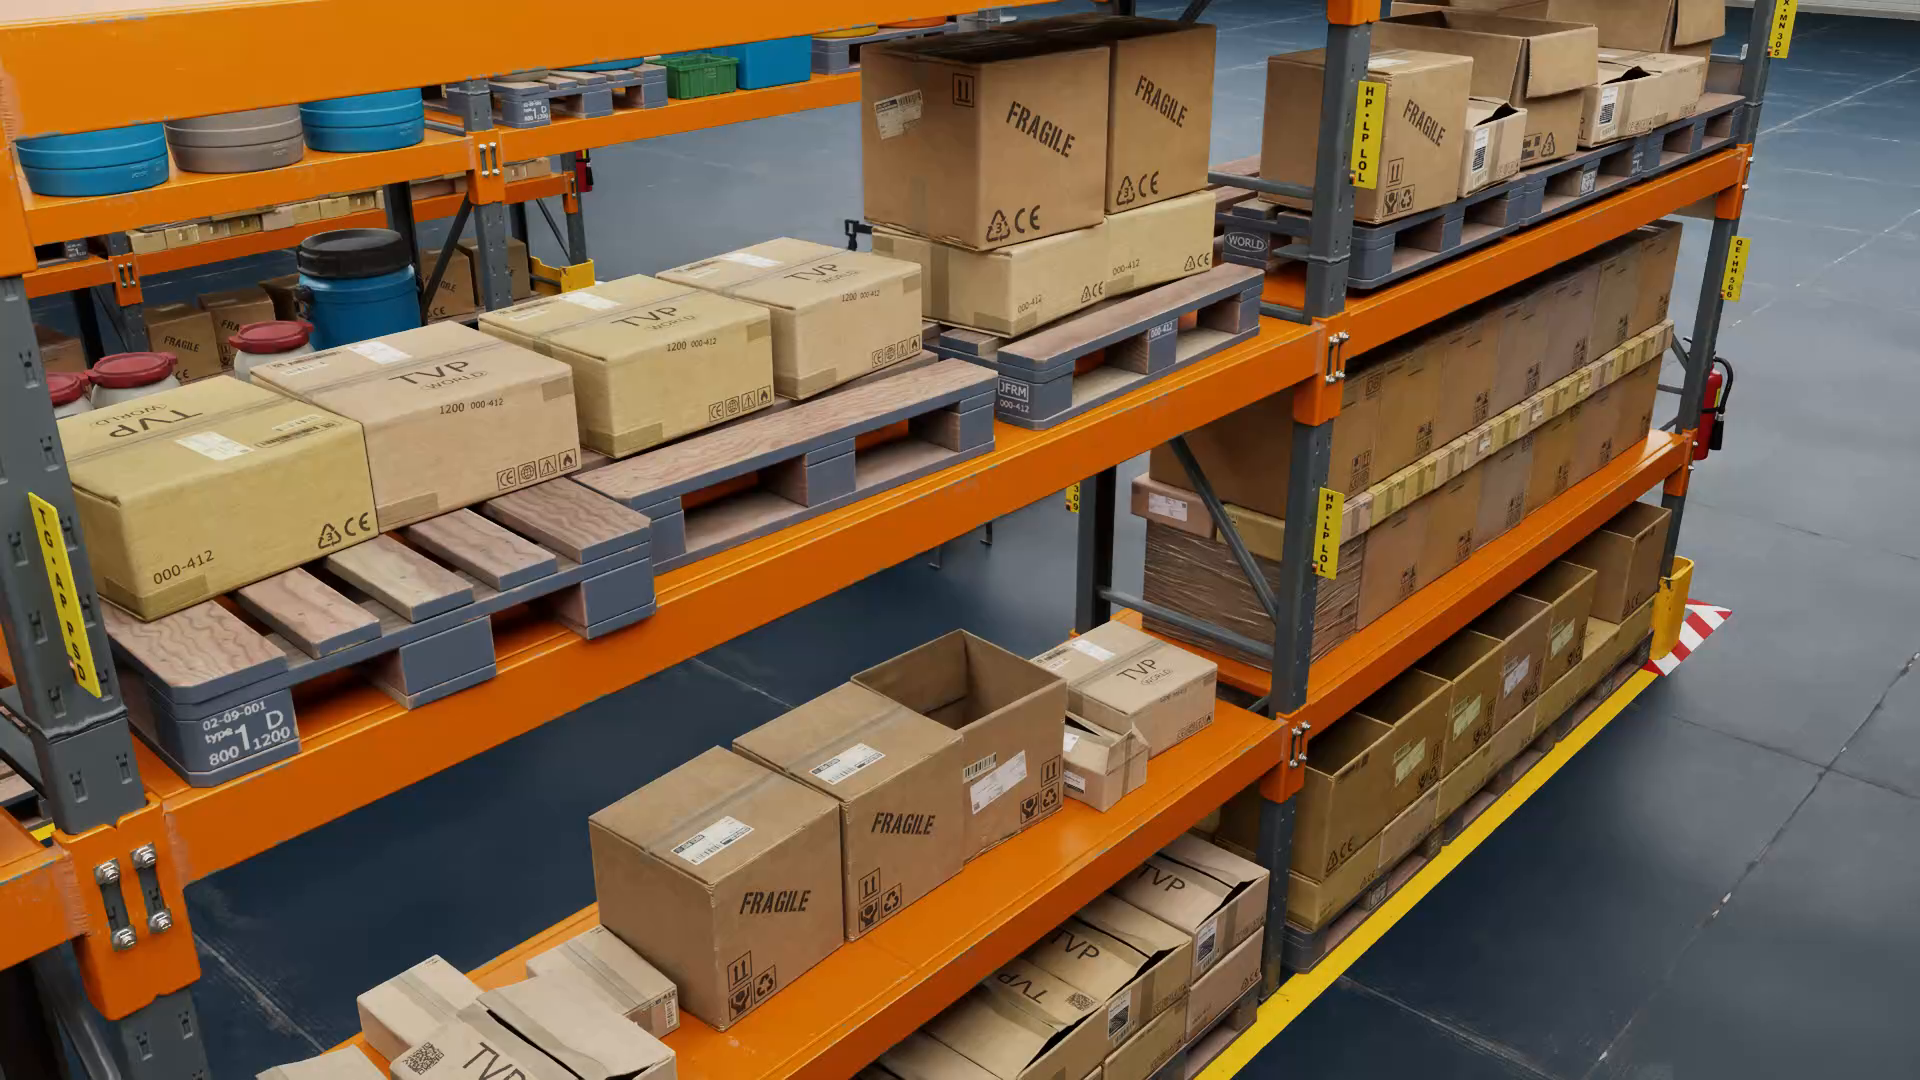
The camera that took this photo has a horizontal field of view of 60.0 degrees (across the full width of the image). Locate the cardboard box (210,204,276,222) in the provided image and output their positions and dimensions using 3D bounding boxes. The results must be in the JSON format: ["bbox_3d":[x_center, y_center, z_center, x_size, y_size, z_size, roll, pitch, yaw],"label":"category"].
[{"bbox_3d":[-5.796,-2.825,12.899,0.875,0.500,0.500,20,31,38],"label":"cardboard box"}]

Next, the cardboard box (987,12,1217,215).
[{"bbox_3d":[0.432,-1.332,5.141,0.500,0.500,0.500,21,31,38],"label":"cardboard box"}]

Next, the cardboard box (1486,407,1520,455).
[{"bbox_3d":[2.227,-0.518,7.325,0.380,0.149,0.250,20,31,37],"label":"cardboard box"}]

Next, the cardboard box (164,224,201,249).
[{"bbox_3d":[-5.958,-2.322,12.570,0.380,0.149,0.250,20,31,38],"label":"cardboard box"}]

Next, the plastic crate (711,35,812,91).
[{"bbox_3d":[-1.192,-2.945,10.006,0.392,0.384,0.575,20,31,38],"label":"plastic crate"}]

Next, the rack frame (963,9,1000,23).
[{"bbox_3d":[-0.144,-4.985,10.868,1.000,3.000,0.127,20,31,38],"label":"rack frame"}]

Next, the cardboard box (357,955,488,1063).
[{"bbox_3d":[-1.402,1.309,4.471,0.380,0.149,0.250,20,31,38],"label":"cardboard box"}]

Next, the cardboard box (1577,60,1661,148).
[{"bbox_3d":[2.599,-1.885,7.046,0.500,0.311,0.500,-20,31,-37],"label":"cardboard box"}]

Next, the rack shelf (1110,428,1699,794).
[{"bbox_3d":[2.207,0.044,7.865,1.077,0.370,4.000,20,31,38],"label":"rack shelf"}]

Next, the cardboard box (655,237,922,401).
[{"bbox_3d":[-0.449,-0.601,4.428,0.500,0.250,0.500,17,29,33],"label":"cardboard box"}]

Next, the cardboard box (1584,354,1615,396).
[{"bbox_3d":[2.915,-0.833,8.025,0.380,0.149,0.250,21,31,38],"label":"cardboard box"}]

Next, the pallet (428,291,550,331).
[{"bbox_3d":[-4.452,-2.066,15.100,1.003,0.211,1.213,20,31,38],"label":"pallet"}]

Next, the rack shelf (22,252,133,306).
[{"bbox_3d":[-7.837,-1.443,11.182,1.077,0.370,4.000,20,31,38],"label":"rack shelf"}]

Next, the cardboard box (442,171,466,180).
[{"bbox_3d":[-4.464,-3.436,14.261,0.875,0.500,0.500,20,31,38],"label":"cardboard box"}]

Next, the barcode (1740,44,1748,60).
[{"bbox_3d":[3.700,-2.303,7.845,0.001,0.075,0.075,20,31,38],"label":"barcode"}]

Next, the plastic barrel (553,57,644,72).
[{"bbox_3d":[-2.070,-3.092,9.186,0.600,0.901,0.708,20,31,38],"label":"plastic barrel"}]

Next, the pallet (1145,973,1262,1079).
[{"bbox_3d":[0.410,1.833,6.404,1.003,0.211,1.213,20,31,38],"label":"pallet"}]

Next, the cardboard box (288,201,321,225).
[{"bbox_3d":[-5.319,-2.637,13.273,0.380,0.149,0.250,20,31,38],"label":"cardboard box"}]

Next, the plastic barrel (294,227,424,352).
[{"bbox_3d":[-3.297,-1.222,9.197,0.600,0.901,0.708,20,31,38],"label":"plastic barrel"}]

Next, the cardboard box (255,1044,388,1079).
[{"bbox_3d":[-1.522,1.486,3.879,0.500,0.311,0.500,-22,32,-40],"label":"cardboard box"}]

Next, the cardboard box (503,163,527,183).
[{"bbox_3d":[-4.036,-3.266,14.674,0.380,0.149,0.250,20,31,38],"label":"cardboard box"}]

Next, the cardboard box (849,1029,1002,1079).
[{"bbox_3d":[-0.200,1.798,5.236,0.500,0.311,0.500,20,31,37],"label":"cardboard box"}]

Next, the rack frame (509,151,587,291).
[{"bbox_3d":[-3.832,-3.600,15.112,1.000,3.000,0.127,20,31,38],"label":"rack frame"}]

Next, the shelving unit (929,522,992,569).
[{"bbox_3d":[-0.110,-0.908,10.208,0.431,2.100,0.503,20,31,38],"label":"shelving unit"}]

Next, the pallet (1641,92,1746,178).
[{"bbox_3d":[3.051,-2.014,8.016,1.003,0.211,1.213,20,31,38],"label":"pallet"}]

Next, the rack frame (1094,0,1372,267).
[{"bbox_3d":[0.873,-2.412,5.131,1.000,3.000,0.127,20,31,38],"label":"rack frame"}]

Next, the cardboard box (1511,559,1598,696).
[{"bbox_3d":[2.749,0.381,8.166,0.500,0.500,0.500,20,31,38],"label":"cardboard box"}]

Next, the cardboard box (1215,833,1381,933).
[{"bbox_3d":[1.408,1.330,6.965,0.500,0.250,0.500,20,31,38],"label":"cardboard box"}]

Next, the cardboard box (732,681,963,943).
[{"bbox_3d":[-0.338,0.822,5.128,0.500,0.500,0.500,20,31,38],"label":"cardboard box"}]

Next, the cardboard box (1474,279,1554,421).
[{"bbox_3d":[2.169,-0.908,7.401,0.700,0.500,0.500,20,31,38],"label":"cardboard box"}]

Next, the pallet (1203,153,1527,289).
[{"bbox_3d":[1.423,-1.270,6.358,1.003,0.211,1.213,20,31,38],"label":"pallet"}]

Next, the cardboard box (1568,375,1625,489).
[{"bbox_3d":[2.874,-0.639,8.387,0.700,0.500,0.500,21,32,39],"label":"cardboard box"}]

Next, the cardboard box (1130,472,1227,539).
[{"bbox_3d":[0.895,-0.158,6.520,0.380,0.149,0.250,20,31,37],"label":"cardboard box"}]

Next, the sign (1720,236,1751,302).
[{"bbox_3d":[3.937,-1.378,8.451,0.100,0.325,0.005,20,31,38],"label":"sign"}]

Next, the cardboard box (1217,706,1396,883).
[{"bbox_3d":[1.415,0.990,6.806,0.500,0.500,0.500,20,31,38],"label":"cardboard box"}]

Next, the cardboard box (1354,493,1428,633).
[{"bbox_3d":[1.511,-0.020,7.006,0.700,0.500,0.500,20,31,37],"label":"cardboard box"}]

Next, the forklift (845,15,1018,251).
[{"bbox_3d":[-0.369,-2.723,13.241,3.031,2.935,1.130,13,27,27],"label":"forklift"}]

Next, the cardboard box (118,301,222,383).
[{"bbox_3d":[-6.205,-1.543,13.067,0.500,0.500,0.500,19,30,36],"label":"cardboard box"}]

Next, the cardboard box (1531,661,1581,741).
[{"bbox_3d":[2.747,0.722,8.321,0.500,0.250,0.500,20,31,38],"label":"cardboard box"}]

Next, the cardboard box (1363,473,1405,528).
[{"bbox_3d":[1.535,-0.201,6.617,0.380,0.149,0.250,19,30,36],"label":"cardboard box"}]

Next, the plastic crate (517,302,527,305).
[{"bbox_3d":[-2.369,-1.125,9.668,0.767,0.338,0.504,20,31,38],"label":"plastic crate"}]

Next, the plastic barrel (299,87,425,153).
[{"bbox_3d":[-2.991,-2.412,8.184,0.600,0.901,0.708,20,31,38],"label":"plastic barrel"}]

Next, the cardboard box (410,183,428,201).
[{"bbox_3d":[-4.691,-2.956,13.985,0.380,0.149,0.250,20,31,38],"label":"cardboard box"}]

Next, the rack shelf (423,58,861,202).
[{"bbox_3d":[-1.479,-2.678,10.270,1.077,0.370,4.000,20,31,38],"label":"rack shelf"}]

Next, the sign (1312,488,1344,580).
[{"bbox_3d":[1.283,-0.022,5.814,0.100,0.325,0.005,20,31,38],"label":"sign"}]

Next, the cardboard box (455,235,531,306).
[{"bbox_3d":[-4.262,-2.465,15.123,0.500,0.500,0.500,-17,29,-34],"label":"cardboard box"}]

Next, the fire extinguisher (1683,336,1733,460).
[{"bbox_3d":[3.967,-0.767,8.890,0.296,0.674,0.183,20,31,38],"label":"fire extinguisher"}]
